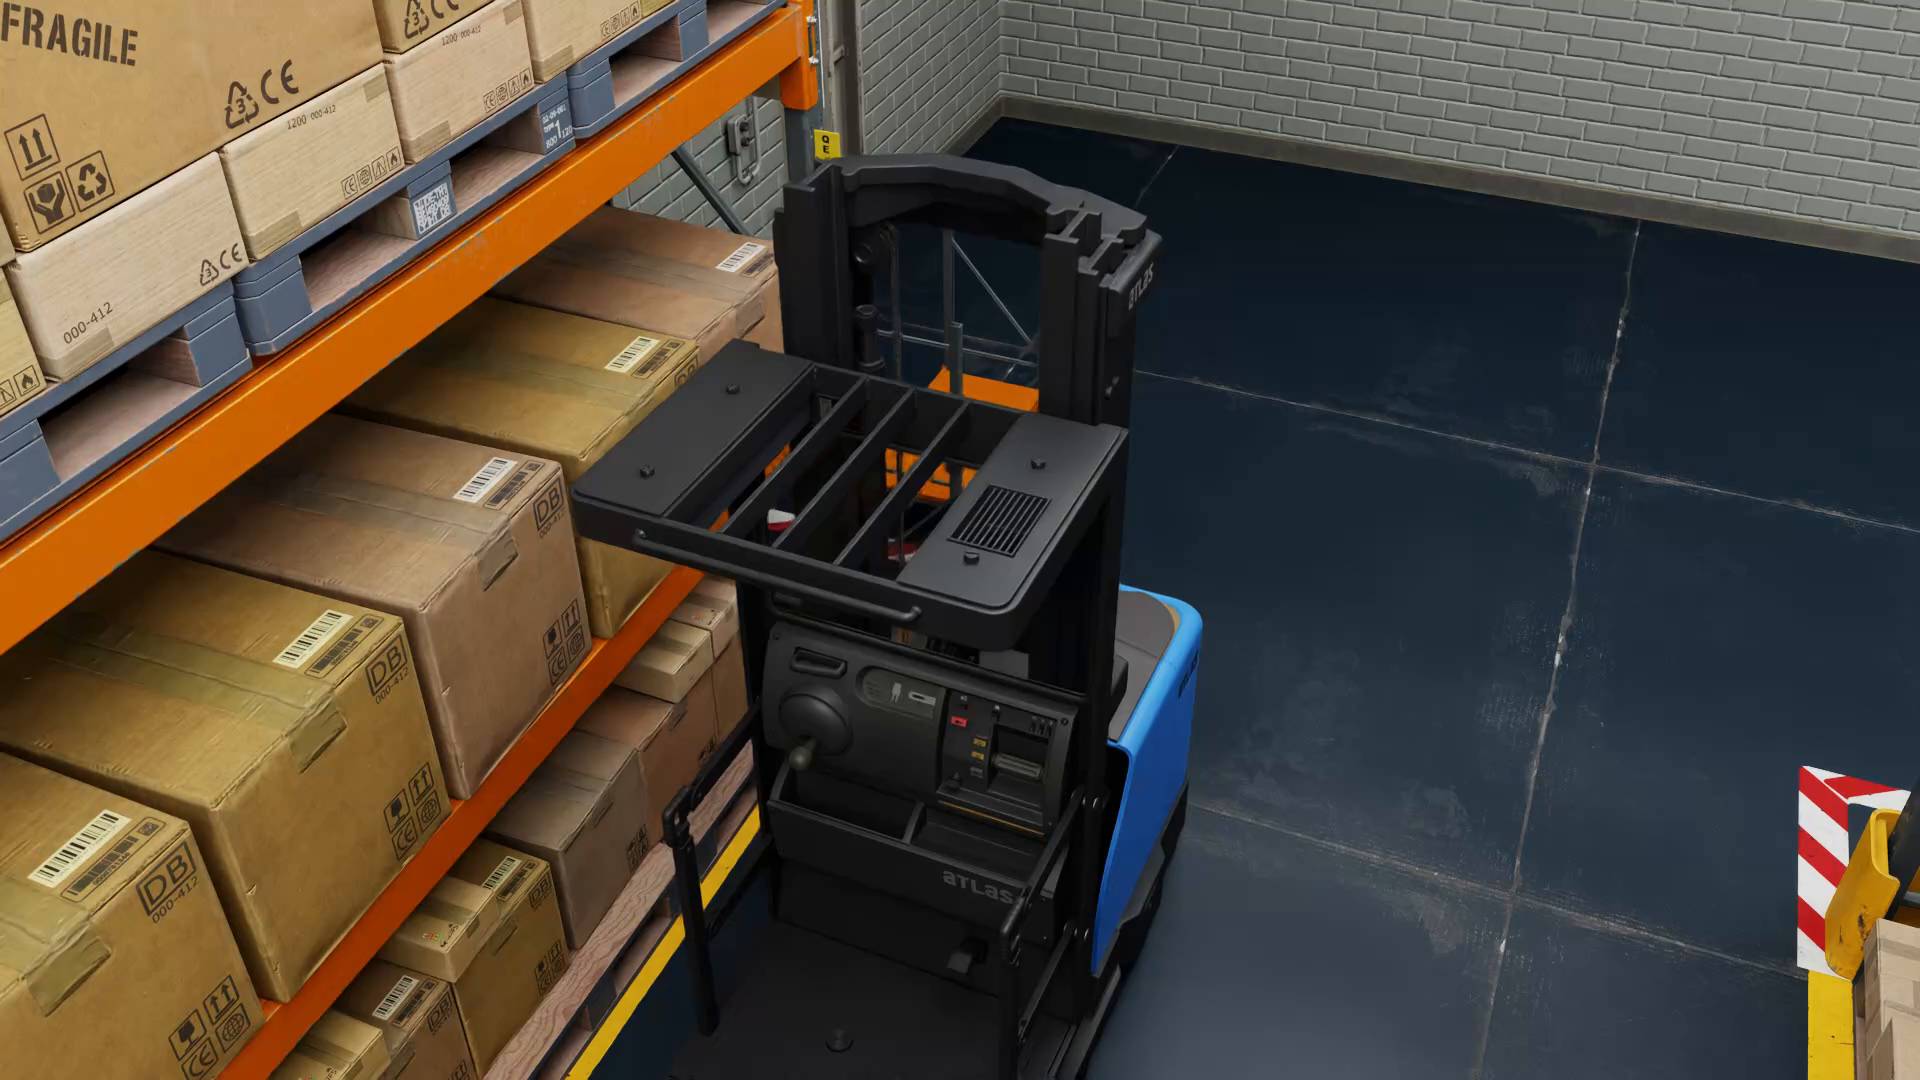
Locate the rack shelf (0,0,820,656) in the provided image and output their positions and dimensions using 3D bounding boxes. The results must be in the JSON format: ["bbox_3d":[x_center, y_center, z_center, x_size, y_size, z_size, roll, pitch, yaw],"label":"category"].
[{"bbox_3d":[-1.716,-0.641,4.198,1.077,0.370,4.000,14,39,18],"label":"rack shelf"}]

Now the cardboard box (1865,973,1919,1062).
[{"bbox_3d":[3.055,1.541,5.181,0.380,0.166,0.250,14,39,18],"label":"cardboard box"}]

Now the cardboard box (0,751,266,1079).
[{"bbox_3d":[-2.255,0.962,3.706,0.980,0.700,0.700,14,39,18],"label":"cardboard box"}]

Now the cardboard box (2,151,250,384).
[{"bbox_3d":[-1.763,-0.572,3.195,0.500,0.250,0.500,13,39,17],"label":"cardboard box"}]

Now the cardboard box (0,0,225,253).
[{"bbox_3d":[-1.756,-0.888,2.991,0.500,0.500,0.500,13,39,17],"label":"cardboard box"}]

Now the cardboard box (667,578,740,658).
[{"bbox_3d":[-1.009,0.261,6.091,0.380,0.149,0.250,13,39,17],"label":"cardboard box"}]

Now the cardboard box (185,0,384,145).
[{"bbox_3d":[-1.573,-1.162,3.359,0.500,0.500,0.500,14,39,18],"label":"cardboard box"}]

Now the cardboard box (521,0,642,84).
[{"bbox_3d":[-1.185,-1.431,4.344,0.500,0.250,0.500,12,39,16],"label":"cardboard box"}]

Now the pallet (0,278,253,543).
[{"bbox_3d":[-2.156,-0.237,3.131,1.003,0.211,1.213,14,39,18],"label":"pallet"}]

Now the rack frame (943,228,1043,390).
[{"bbox_3d":[0.161,-0.835,7.614,0.500,1.500,0.032,14,39,18],"label":"rack frame"}]

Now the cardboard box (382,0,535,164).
[{"bbox_3d":[-1.378,-1.142,3.957,0.500,0.250,0.500,13,39,16],"label":"cardboard box"}]

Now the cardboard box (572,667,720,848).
[{"bbox_3d":[-1.319,0.685,6.065,0.700,0.500,0.500,14,39,18],"label":"cardboard box"}]

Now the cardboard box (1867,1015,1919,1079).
[{"bbox_3d":[2.968,1.729,4.860,0.500,0.250,0.500,14,39,18],"label":"cardboard box"}]

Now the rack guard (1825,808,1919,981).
[{"bbox_3d":[3.599,1.334,5.547,1.175,0.500,0.348,14,39,18],"label":"rack guard"}]

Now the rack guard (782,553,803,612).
[{"bbox_3d":[-0.946,0.152,7.128,1.175,0.500,0.348,14,39,18],"label":"rack guard"}]

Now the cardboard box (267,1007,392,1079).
[{"bbox_3d":[-1.798,1.414,4.549,0.380,0.149,0.250,15,39,19],"label":"cardboard box"}]

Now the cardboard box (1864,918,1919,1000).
[{"bbox_3d":[3.151,1.410,5.372,0.380,0.149,0.250,14,39,18],"label":"cardboard box"}]

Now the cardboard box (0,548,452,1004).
[{"bbox_3d":[-1.972,0.559,4.245,0.980,0.700,0.700,13,39,17],"label":"cardboard box"}]

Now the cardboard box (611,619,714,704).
[{"bbox_3d":[-1.106,0.402,5.902,0.380,0.149,0.250,15,39,19],"label":"cardboard box"}]

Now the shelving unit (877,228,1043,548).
[{"bbox_3d":[-0.029,-0.559,7.245,0.587,1.500,1.083,14,39,18],"label":"shelving unit"}]

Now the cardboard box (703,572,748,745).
[{"bbox_3d":[-1.129,0.408,6.436,0.700,0.500,0.500,14,39,18],"label":"cardboard box"}]

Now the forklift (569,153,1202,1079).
[{"bbox_3d":[-0.215,0.597,4.503,1.130,2.935,3.031,15,39,19],"label":"forklift"}]

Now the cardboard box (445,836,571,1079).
[{"bbox_3d":[-1.706,1.260,5.295,0.700,0.500,0.500,15,39,19],"label":"cardboard box"}]

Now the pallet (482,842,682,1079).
[{"bbox_3d":[-1.652,1.415,5.681,1.003,0.211,1.213,14,39,18],"label":"pallet"}]

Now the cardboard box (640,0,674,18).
[{"bbox_3d":[-0.988,-1.719,4.730,0.500,0.250,0.500,15,39,19],"label":"cardboard box"}]

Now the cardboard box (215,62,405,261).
[{"bbox_3d":[-1.575,-0.858,3.577,0.500,0.250,0.500,13,39,17],"label":"cardboard box"}]

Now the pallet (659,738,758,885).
[{"bbox_3d":[-1.187,0.742,6.581,1.003,0.211,1.213,14,39,18],"label":"pallet"}]

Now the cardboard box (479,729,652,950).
[{"bbox_3d":[-1.510,0.964,5.693,0.700,0.500,0.500,13,39,16],"label":"cardboard box"}]

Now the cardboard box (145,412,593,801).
[{"bbox_3d":[-1.705,0.154,4.787,0.980,0.700,0.700,12,38,16],"label":"cardboard box"}]

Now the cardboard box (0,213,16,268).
[{"bbox_3d":[-1.946,-0.602,2.609,0.500,0.500,0.500,13,39,17],"label":"cardboard box"}]

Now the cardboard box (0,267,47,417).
[{"bbox_3d":[-1.970,-0.293,2.822,0.500,0.250,0.500,14,39,18],"label":"cardboard box"}]

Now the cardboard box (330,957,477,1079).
[{"bbox_3d":[-1.903,1.544,4.916,0.700,0.500,0.500,13,39,17],"label":"cardboard box"}]

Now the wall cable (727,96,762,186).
[{"bbox_3d":[-1.342,-2.167,7.295,0.084,1.984,1.851,14,39,18],"label":"wall cable"}]

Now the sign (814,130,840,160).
[{"bbox_3d":[-0.458,-1.263,5.769,0.100,0.325,0.005,14,39,18],"label":"sign"}]

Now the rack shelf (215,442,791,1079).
[{"bbox_3d":[-1.716,0.560,5.096,1.077,0.370,4.000,14,39,18],"label":"rack shelf"}]

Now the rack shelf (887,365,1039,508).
[{"bbox_3d":[-0.032,-0.409,7.345,0.538,0.185,1.000,14,39,18],"label":"rack shelf"}]

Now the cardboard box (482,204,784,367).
[{"bbox_3d":[-1.140,-0.671,5.892,0.980,0.700,0.700,16,40,20],"label":"cardboard box"}]

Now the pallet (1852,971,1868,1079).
[{"bbox_3d":[3.296,1.892,5.043,1.003,0.211,1.213,14,39,18],"label":"pallet"}]

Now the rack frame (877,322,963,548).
[{"bbox_3d":[-0.226,-0.272,6.861,0.500,1.500,0.032,14,39,18],"label":"rack frame"}]

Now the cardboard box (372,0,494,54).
[{"bbox_3d":[-1.372,-1.453,3.747,0.500,0.500,0.500,12,38,16],"label":"cardboard box"}]

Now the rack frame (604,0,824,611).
[{"bbox_3d":[-0.955,-0.835,6.362,1.000,3.000,0.127,14,39,18],"label":"rack frame"}]

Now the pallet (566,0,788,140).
[{"bbox_3d":[-1.227,-1.588,4.938,1.003,0.211,1.213,14,39,18],"label":"pallet"}]

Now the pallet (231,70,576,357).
[{"bbox_3d":[-1.690,-0.910,4.031,1.003,0.211,1.213,14,39,18],"label":"pallet"}]

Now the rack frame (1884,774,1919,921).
[{"bbox_3d":[3.628,0.291,4.855,1.000,3.000,0.127,14,39,18],"label":"rack frame"}]

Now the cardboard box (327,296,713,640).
[{"bbox_3d":[-1.406,-0.266,5.349,0.980,0.700,0.700,14,39,17],"label":"cardboard box"}]

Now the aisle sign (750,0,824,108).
[{"bbox_3d":[-0.650,-1.848,5.546,0.394,0.787,0.004,14,39,18],"label":"aisle sign"}]

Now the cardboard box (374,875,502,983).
[{"bbox_3d":[-1.600,1.125,4.935,0.380,0.149,0.250,13,39,16],"label":"cardboard box"}]

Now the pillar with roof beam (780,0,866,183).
[{"bbox_3d":[3.254,-3.950,5.518,9.100,9.000,0.400,14,39,18],"label":"pillar with roof beam"}]
